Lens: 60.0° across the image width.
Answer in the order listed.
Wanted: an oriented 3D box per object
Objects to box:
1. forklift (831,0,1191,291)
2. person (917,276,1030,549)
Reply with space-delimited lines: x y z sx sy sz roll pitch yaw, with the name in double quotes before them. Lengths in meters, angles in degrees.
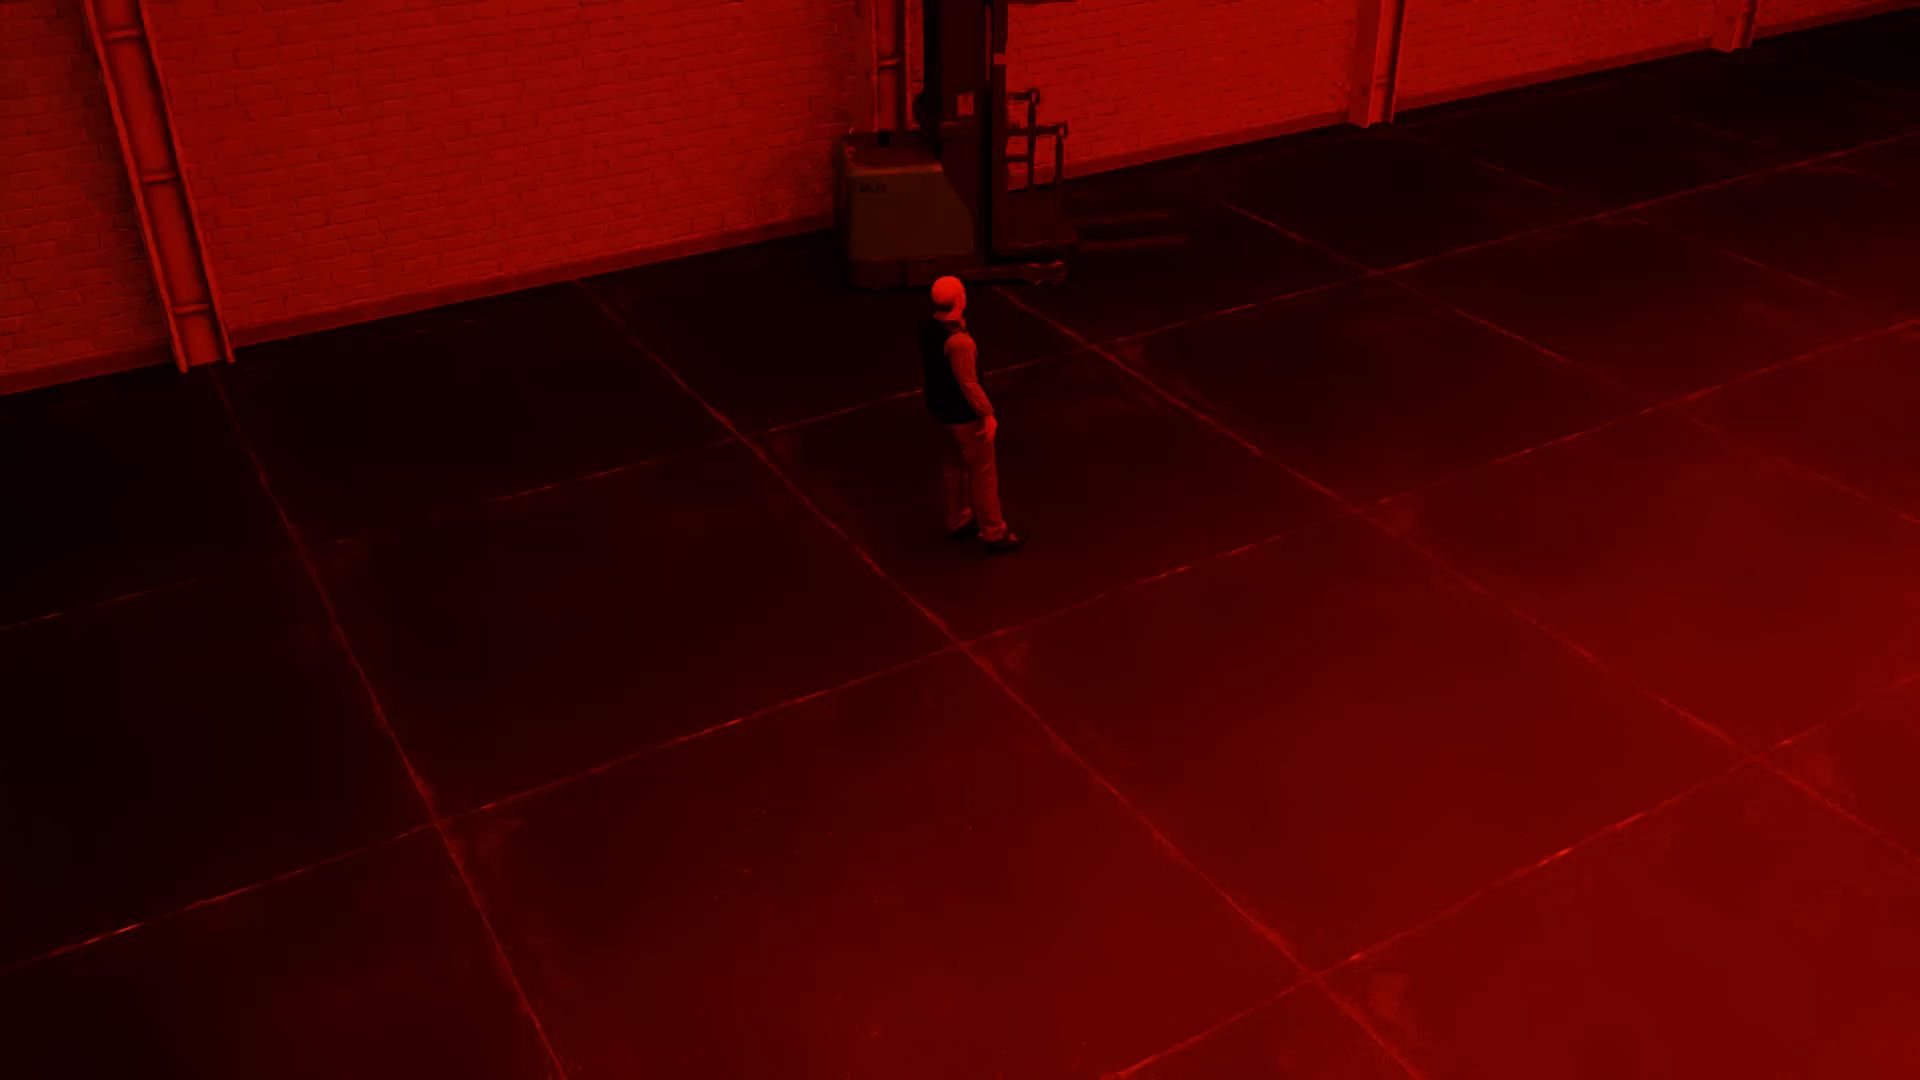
"forklift" 0.459 -3.706 13.837 3.031 2.935 1.130 -6 31 -9
"person" 0.058 -0.792 10.055 0.567 1.720 0.632 -17 35 -26
